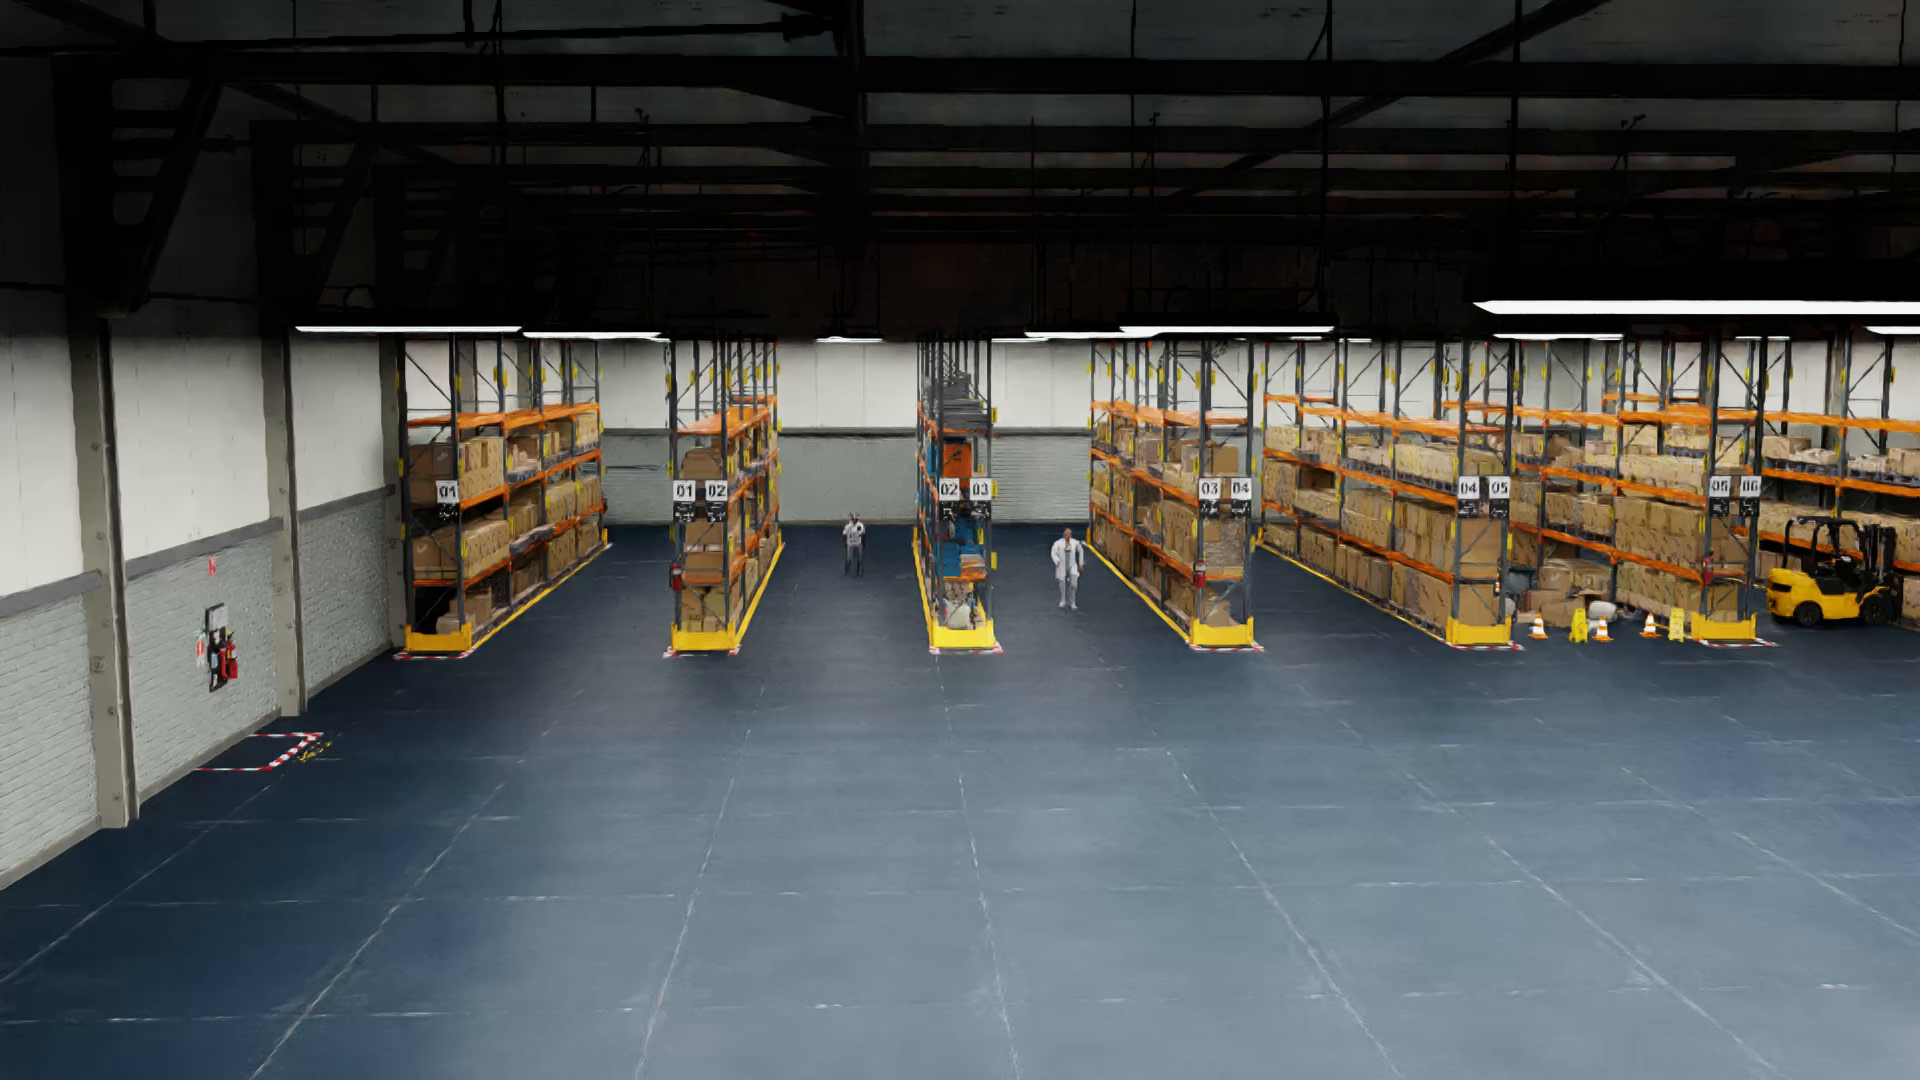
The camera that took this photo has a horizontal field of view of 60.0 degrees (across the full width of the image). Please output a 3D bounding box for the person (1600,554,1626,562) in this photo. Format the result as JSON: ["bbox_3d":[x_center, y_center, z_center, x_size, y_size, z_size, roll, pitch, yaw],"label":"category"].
[{"bbox_3d":[17.261,-0.341,43.846,0.642,1.771,0.691,2,7,17],"label":"person"}]

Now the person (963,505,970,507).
[{"bbox_3d":[0.089,-1.168,51.742,0.557,1.585,0.452,-7,9,-44],"label":"person"}]

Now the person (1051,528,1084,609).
[{"bbox_3d":[2.342,0.602,36.178,0.750,1.737,0.748,0,7,1],"label":"person"}]

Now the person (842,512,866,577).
[{"bbox_3d":[-2.599,0.102,40.935,0.592,1.629,0.526,-1,7,-5],"label":"person"}]
